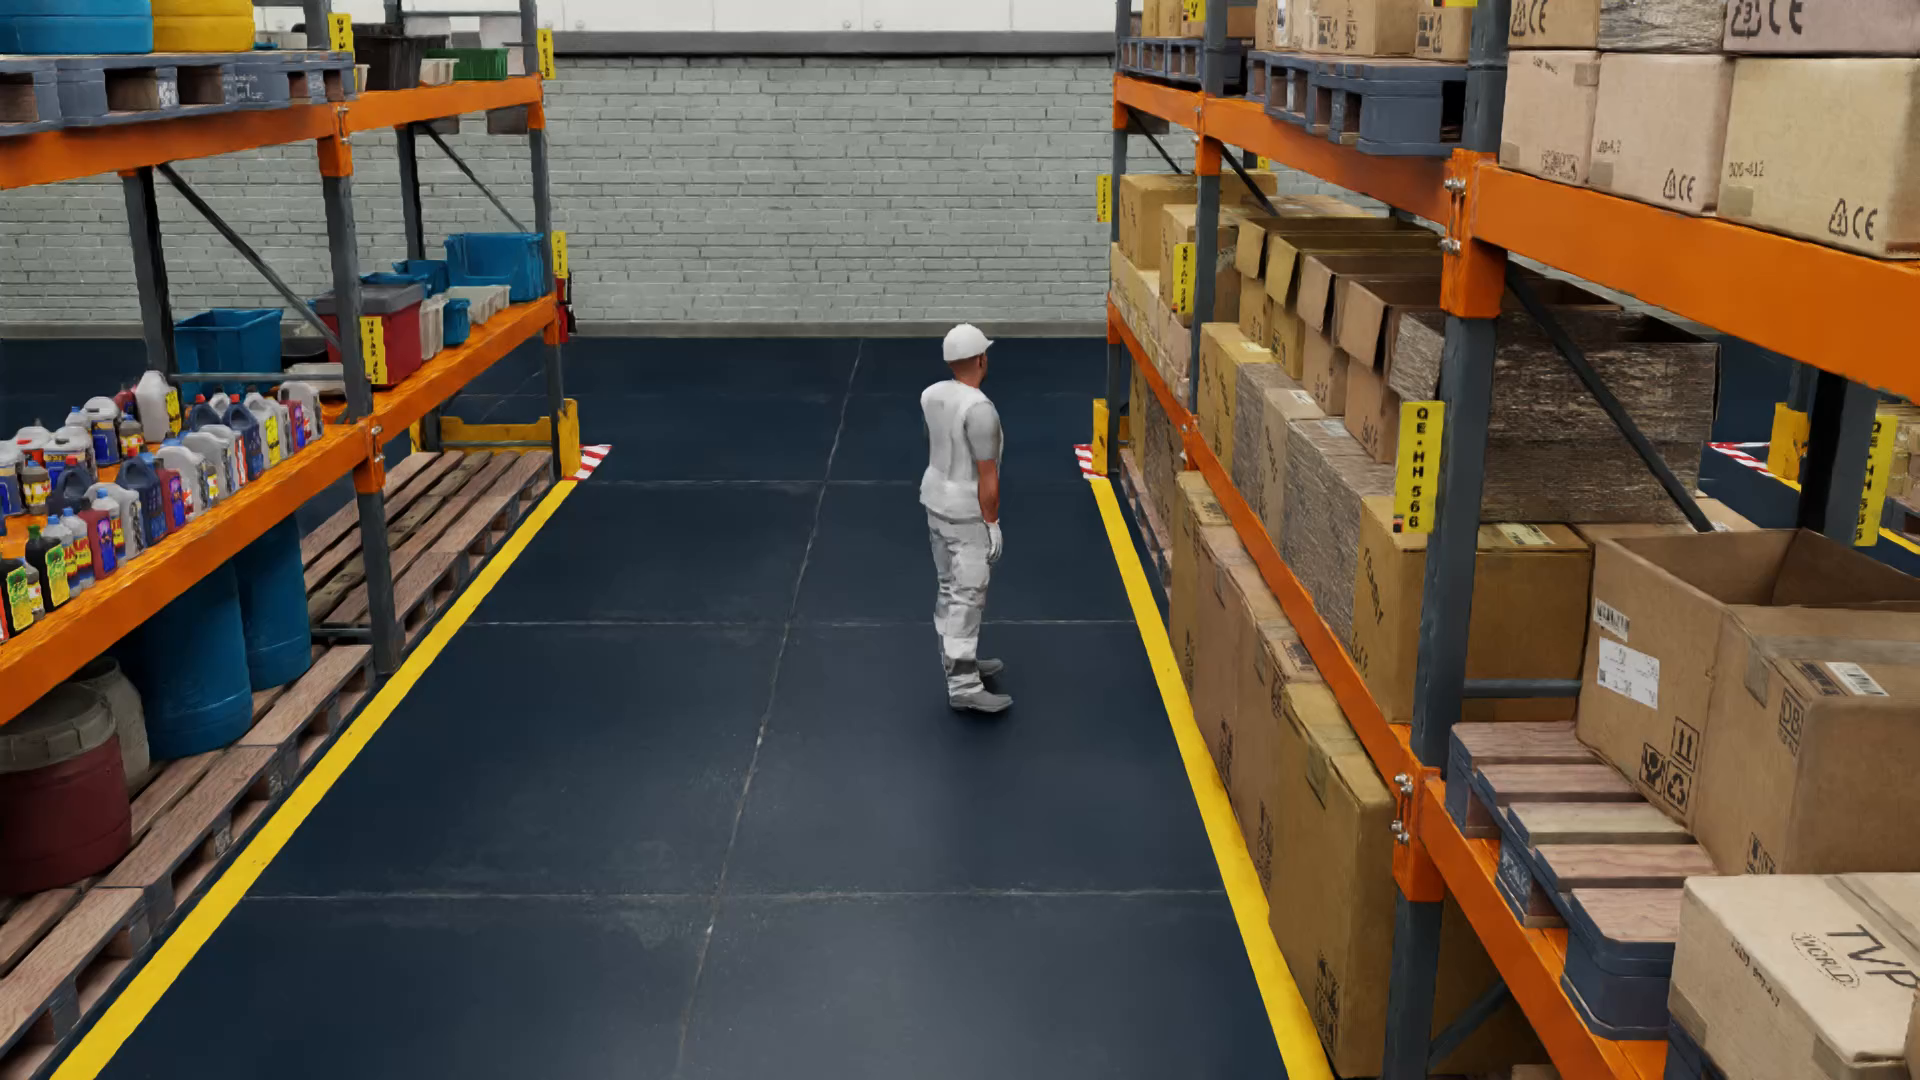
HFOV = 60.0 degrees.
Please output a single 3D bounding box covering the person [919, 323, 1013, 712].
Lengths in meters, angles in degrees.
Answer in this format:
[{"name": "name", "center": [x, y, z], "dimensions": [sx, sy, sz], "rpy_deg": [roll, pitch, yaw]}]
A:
[{"name": "person", "center": [0.068, -0.123, 7.794], "dimensions": [0.456, 1.795, 0.590], "rpy_deg": [-9, 19, -28]}]
